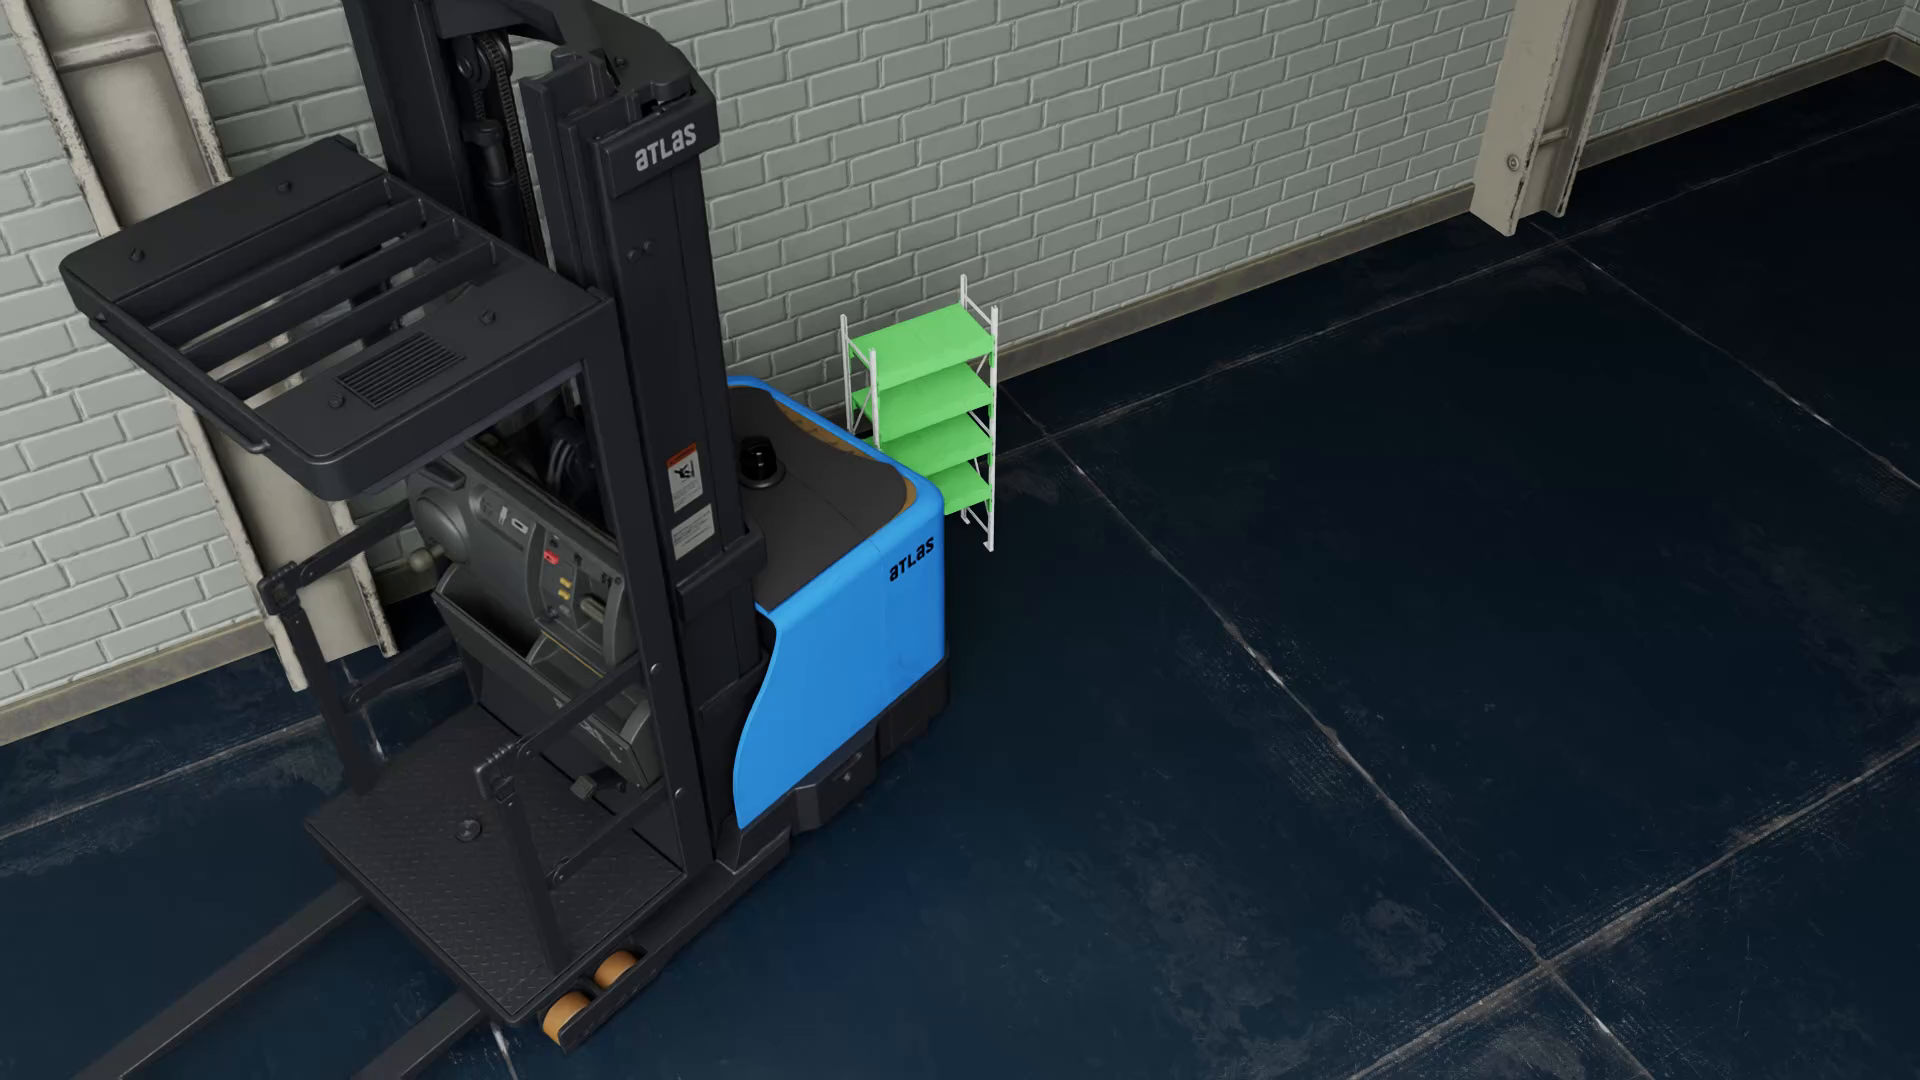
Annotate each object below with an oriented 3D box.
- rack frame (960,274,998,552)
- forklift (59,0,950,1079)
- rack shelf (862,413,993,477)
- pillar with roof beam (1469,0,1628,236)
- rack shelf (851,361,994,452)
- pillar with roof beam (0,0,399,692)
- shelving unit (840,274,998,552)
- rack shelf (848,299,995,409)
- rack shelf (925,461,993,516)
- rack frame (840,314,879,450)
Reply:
[{"bbox_3d":[0.068,-0.458,6.360,0.015,1.200,0.240,-22,48,-21],"label":"rack frame"},{"bbox_3d":[-1.386,0.106,4.536,1.130,2.935,3.031,31,52,28],"label":"forklift"},{"bbox_3d":[-0.144,-0.327,6.317,0.480,0.148,0.258,-22,48,-21],"label":"rack shelf"},{"bbox_3d":[4.973,-2.307,2.666,0.400,9.000,9.100,-22,48,-21],"label":"pillar with roof beam"},{"bbox_3d":[-0.144,-0.499,6.150,0.480,0.148,0.258,-22,48,-21],"label":"rack shelf"},{"bbox_3d":[-0.229,-0.225,0.521,0.400,9.000,9.100,-22,48,-21],"label":"pillar with roof beam"},{"bbox_3d":[-0.144,-0.373,6.273,0.503,1.200,0.258,-22,48,-21],"label":"shelving unit"},{"bbox_3d":[-0.144,-0.672,5.983,0.480,0.148,0.258,-22,48,-21],"label":"rack shelf"},{"bbox_3d":[-0.144,-0.155,6.485,0.480,0.148,0.258,-22,48,-21],"label":"rack shelf"},{"bbox_3d":[-0.355,-0.288,6.186,0.015,1.200,0.240,-22,48,-21],"label":"rack frame"}]
